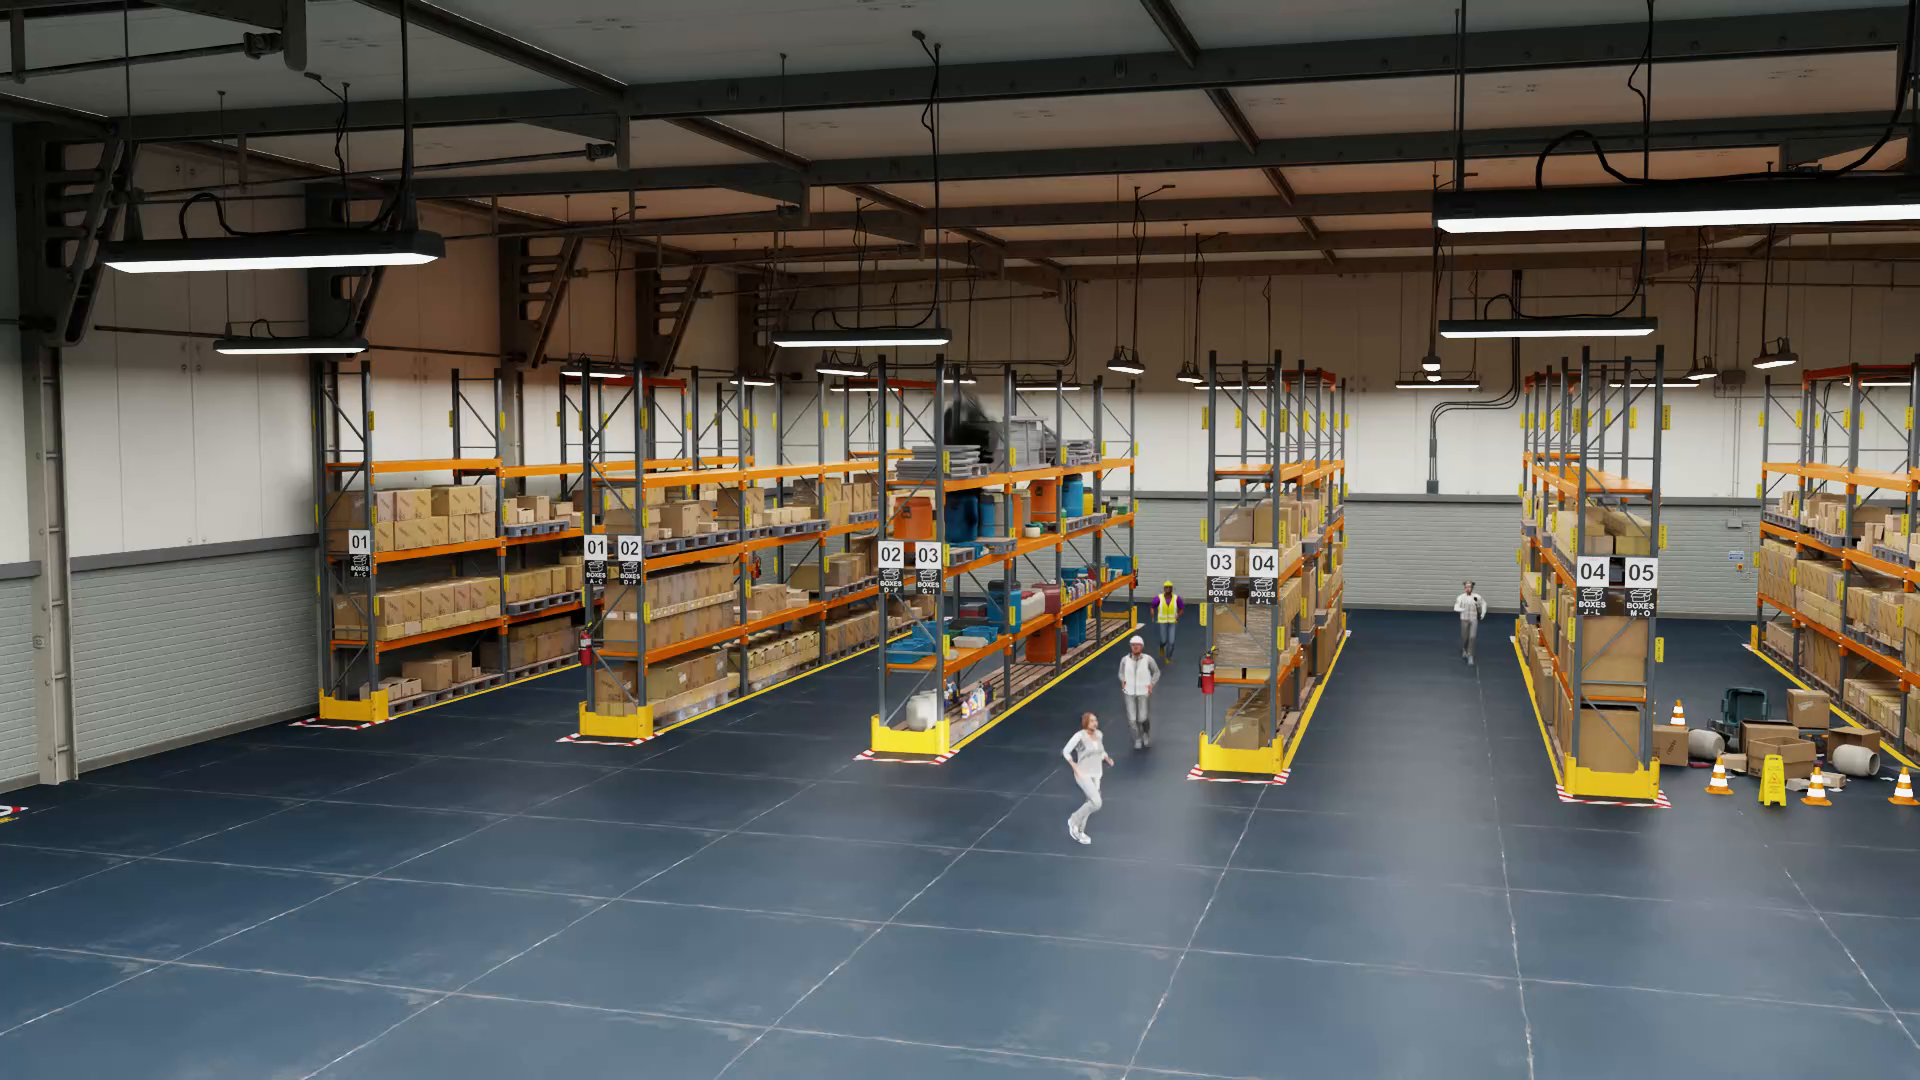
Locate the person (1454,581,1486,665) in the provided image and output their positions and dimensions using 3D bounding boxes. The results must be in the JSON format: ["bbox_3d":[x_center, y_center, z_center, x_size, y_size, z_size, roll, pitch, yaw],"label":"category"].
[{"bbox_3d":[10.575,1.690,34.514,0.620,1.703,0.929,2,4,21],"label":"person"}]

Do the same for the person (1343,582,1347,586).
[{"bbox_3d":[8.954,1.308,39.958,0.615,1.676,0.652,4,6,42],"label":"person"}]

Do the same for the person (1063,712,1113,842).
[{"bbox_3d":[1.553,2.811,19.682,0.519,1.566,0.563,-4,5,-41],"label":"person"}]

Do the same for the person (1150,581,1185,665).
[{"bbox_3d":[4.273,1.702,34.223,0.707,1.718,0.582,0,4,3],"label":"person"}]

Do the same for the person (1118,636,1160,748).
[{"bbox_3d":[2.693,2.324,25.274,0.635,1.727,0.564,1,4,16],"label":"person"}]
